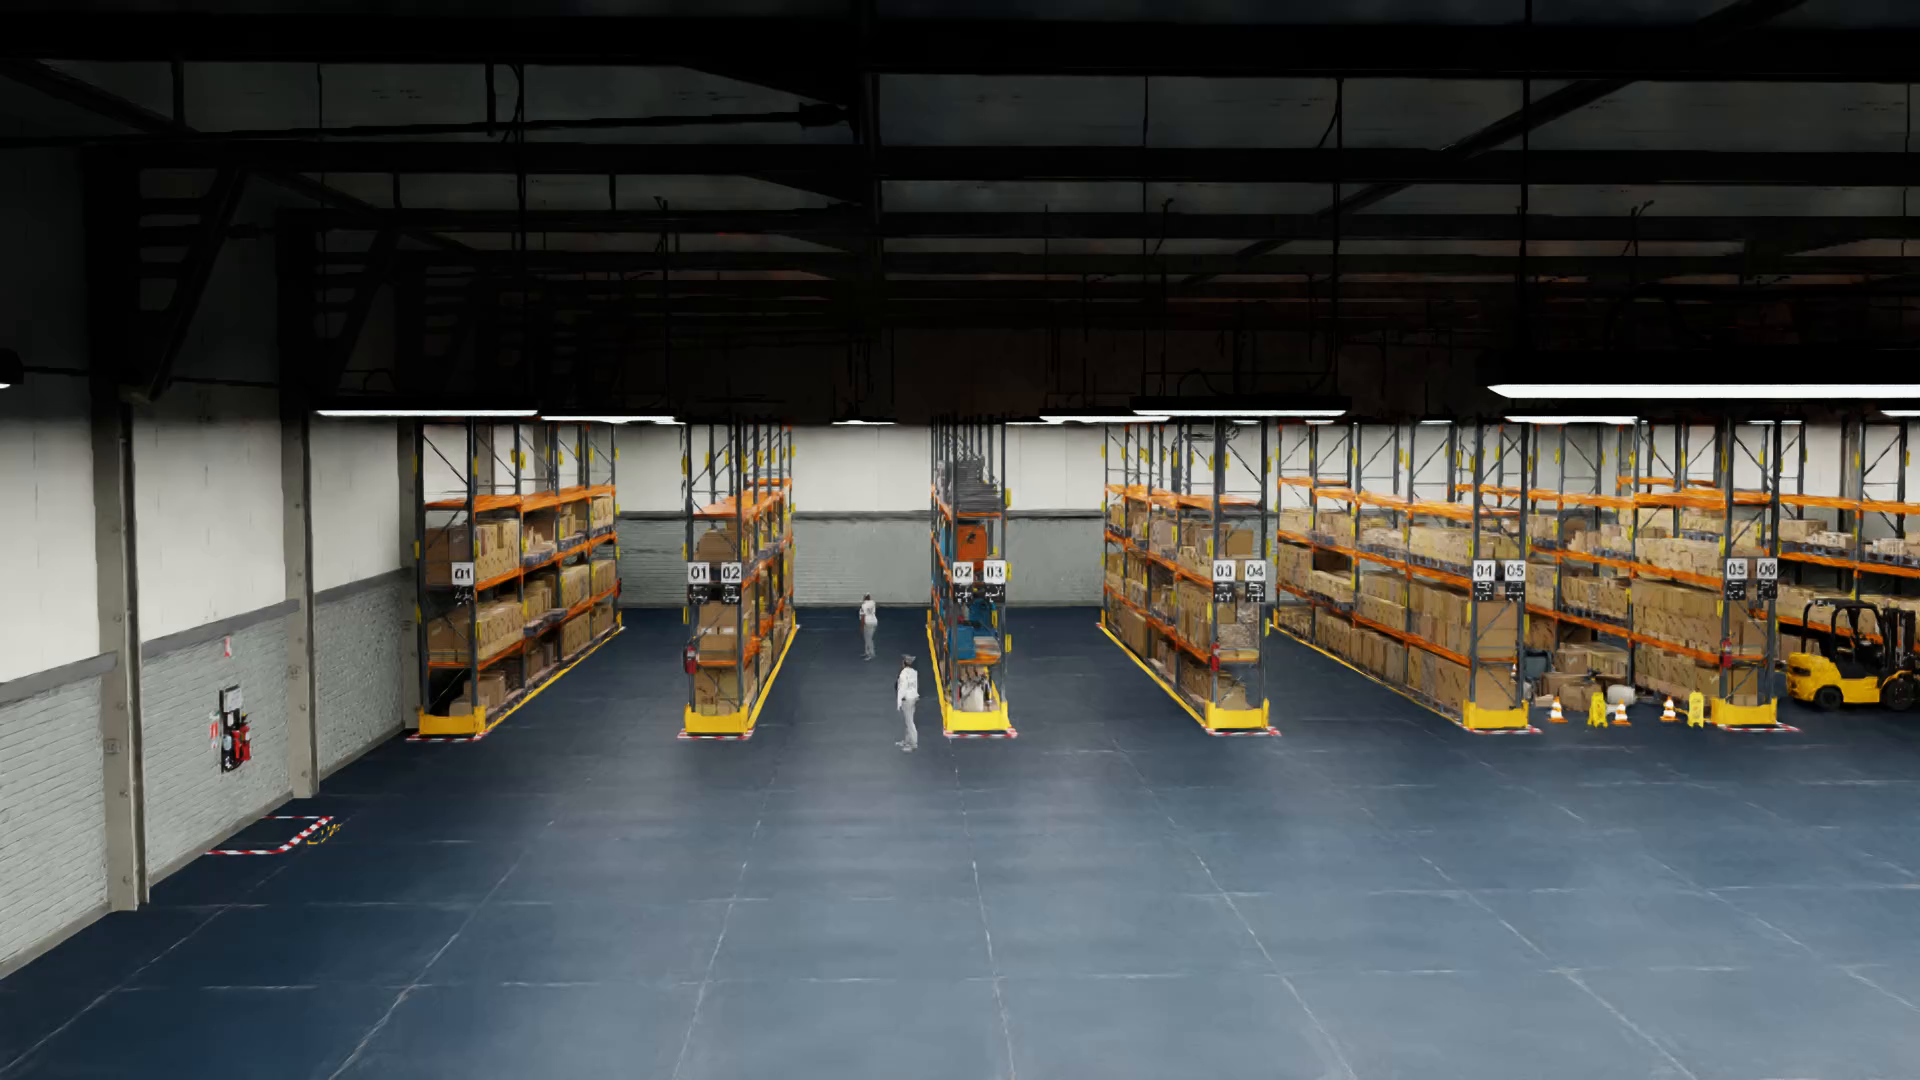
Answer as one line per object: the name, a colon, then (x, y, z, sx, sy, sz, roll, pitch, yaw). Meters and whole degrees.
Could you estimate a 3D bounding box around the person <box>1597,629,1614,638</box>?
person: (17.441, 1.811, 45.084, 0.563, 1.660, 0.593, 1, 4, 16)

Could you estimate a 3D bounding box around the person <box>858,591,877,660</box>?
person: (-2.295, 2.093, 41.003, 0.565, 1.657, 0.611, 2, 4, 23)

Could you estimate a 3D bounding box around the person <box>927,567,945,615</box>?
person: (-0.628, 1.420, 50.398, 0.502, 1.761, 0.743, 4, 5, 44)

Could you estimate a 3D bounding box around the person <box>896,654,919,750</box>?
person: (-0.940, 2.862, 29.558, 0.526, 1.663, 0.544, 2, 4, 26)
